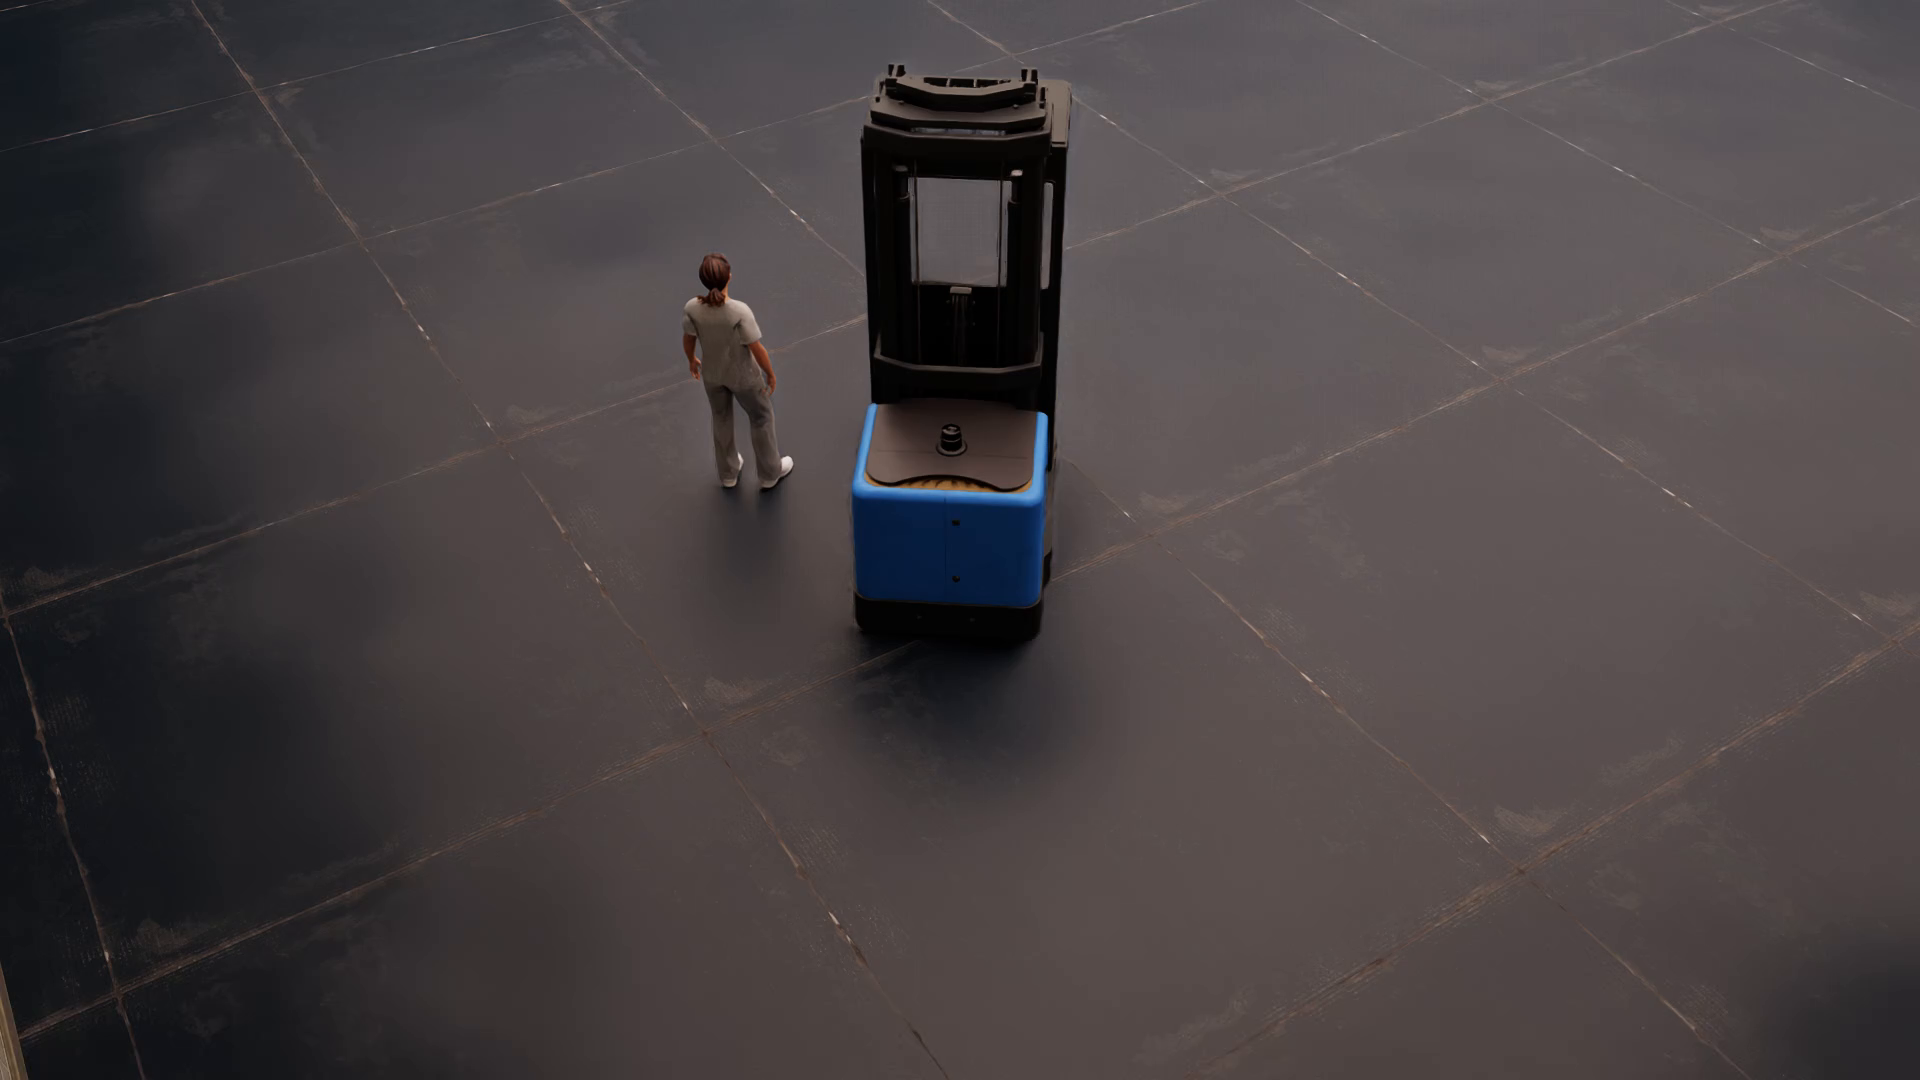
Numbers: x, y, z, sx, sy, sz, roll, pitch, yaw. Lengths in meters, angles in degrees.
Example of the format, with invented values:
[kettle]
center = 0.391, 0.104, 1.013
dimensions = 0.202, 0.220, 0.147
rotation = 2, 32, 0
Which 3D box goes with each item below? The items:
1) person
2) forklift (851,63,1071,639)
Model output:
[person]
center = -1.362, -1.016, 9.994
dimensions = 0.558, 1.669, 0.466
rotation = 10, 42, 11
[forklift]
center = 0.040, -1.506, 9.594
dimensions = 1.130, 2.935, 3.031
rotation = 3, 41, 3
